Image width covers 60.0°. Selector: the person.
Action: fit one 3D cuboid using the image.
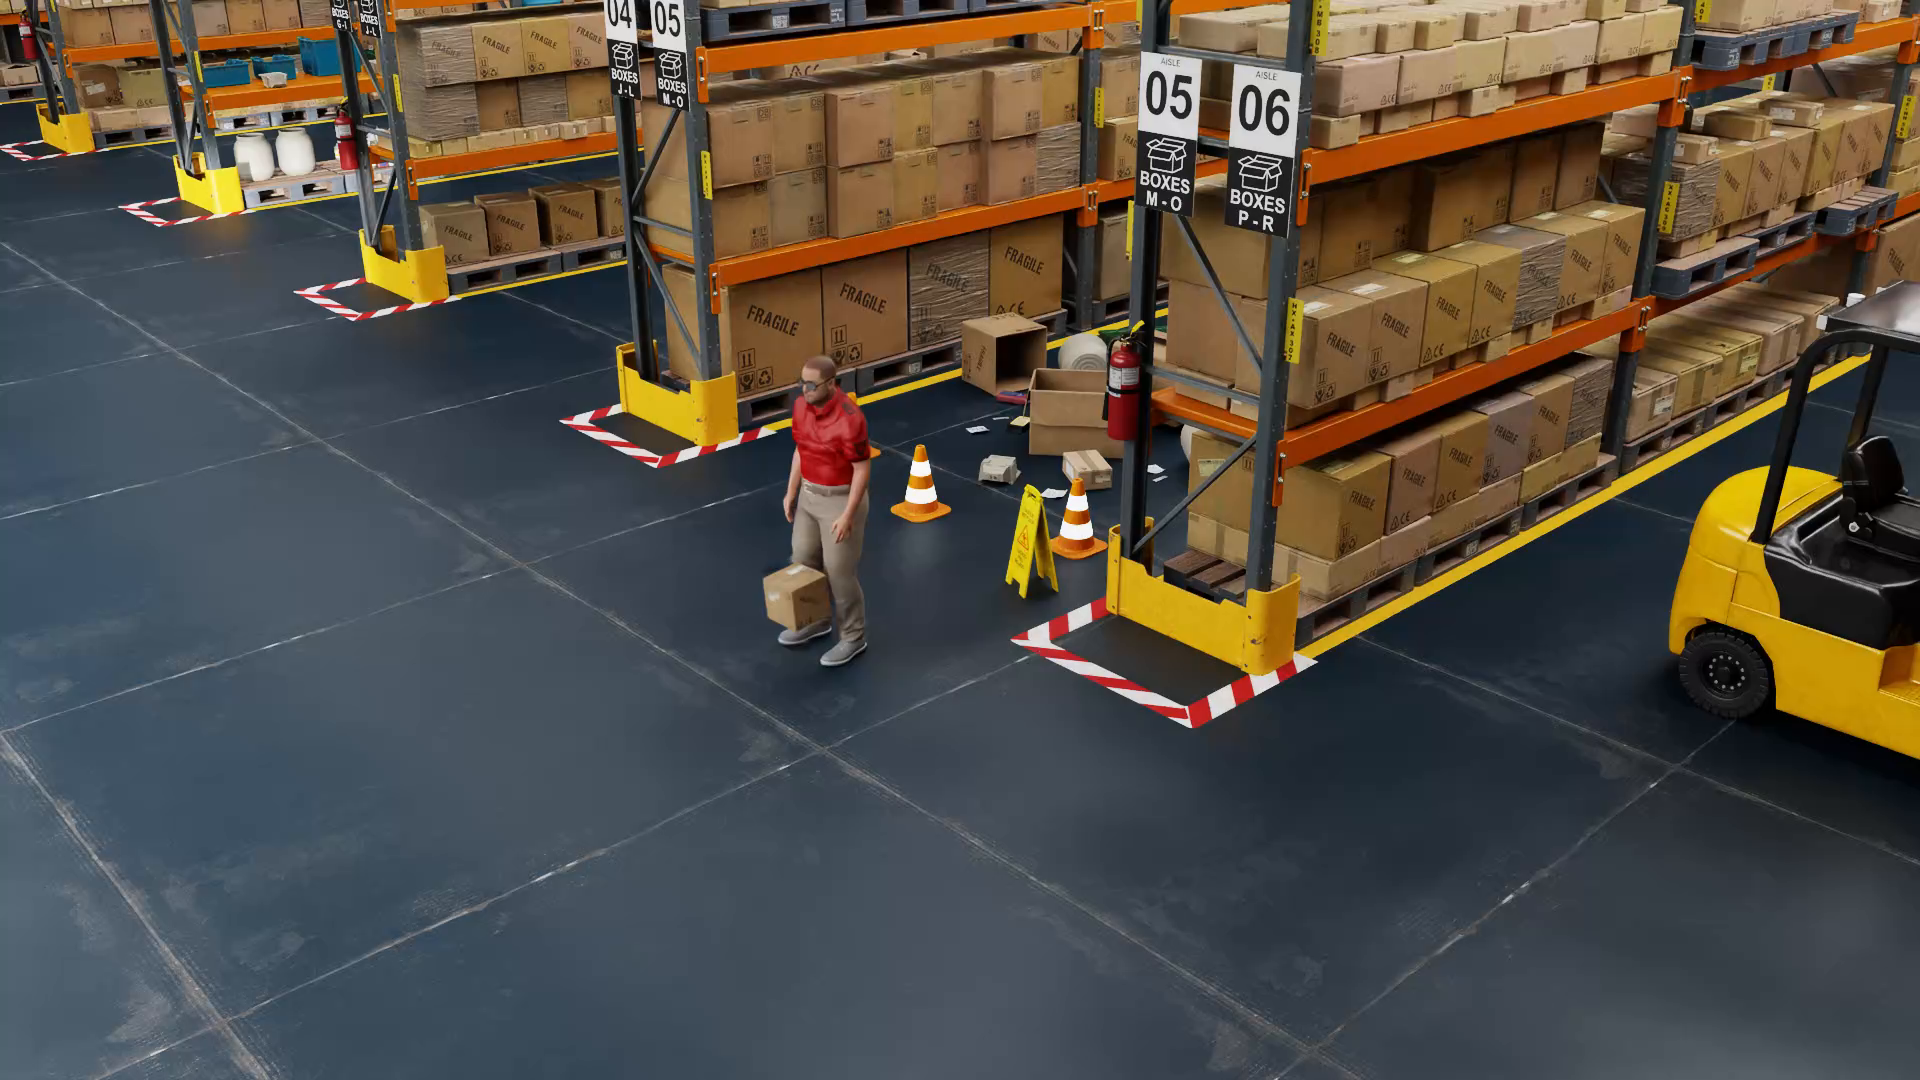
[{"bbox_3d":[-0.720,-0.184,9.026,0.391,1.729,0.566,-22,32,-40],"label":"person"}]
